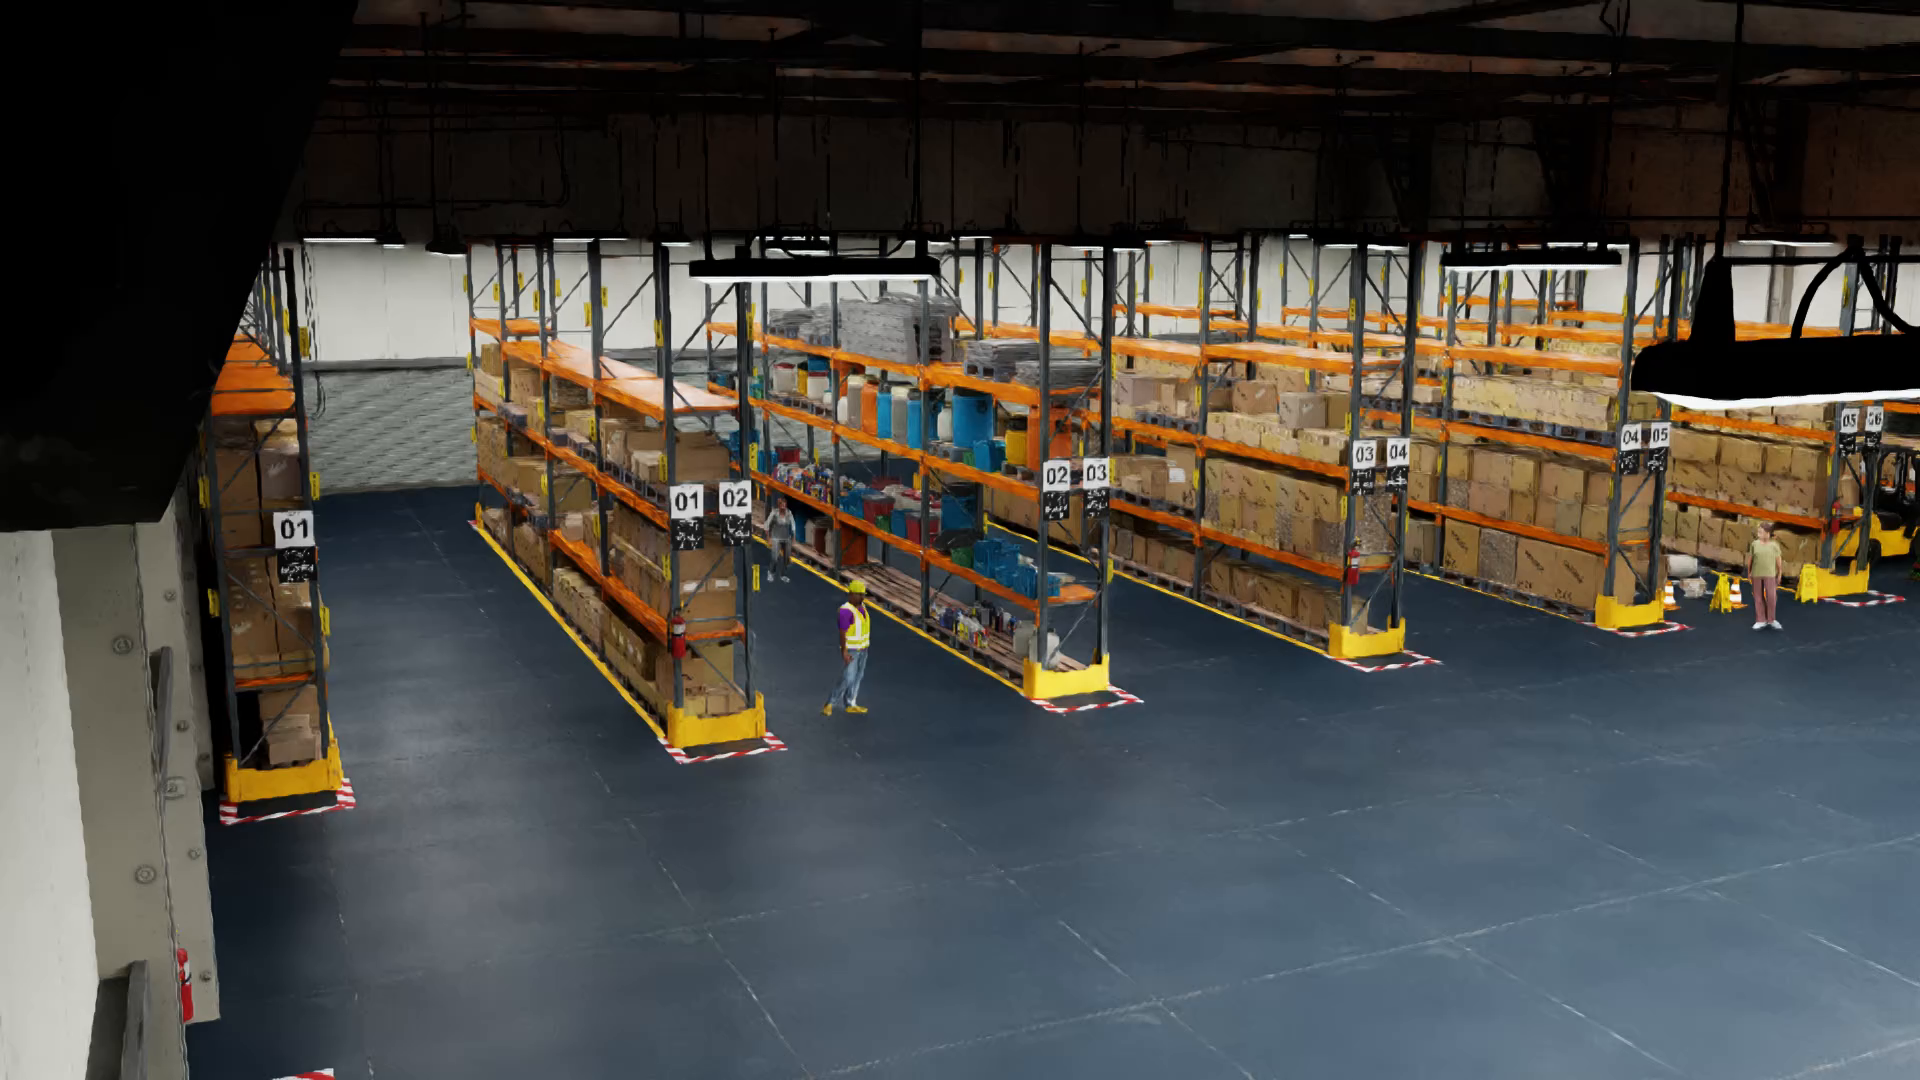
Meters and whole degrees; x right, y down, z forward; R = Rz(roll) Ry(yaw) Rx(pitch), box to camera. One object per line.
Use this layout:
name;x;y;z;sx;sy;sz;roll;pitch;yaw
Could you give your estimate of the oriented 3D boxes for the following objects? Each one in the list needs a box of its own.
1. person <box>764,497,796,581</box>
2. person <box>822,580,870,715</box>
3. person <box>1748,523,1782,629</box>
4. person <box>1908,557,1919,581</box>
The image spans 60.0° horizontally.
person;-3.165;-0.013;29.184;0.551;1.541;0.519;-5;12;-24
person;-1.452;1.391;21.323;0.529;1.757;0.732;5;12;25
person;12.532;0.556;25.838;0.567;1.665;0.382;7;13;33
person;17.121;-0.069;28.879;0.528;1.727;1.030;-7;13;-31
